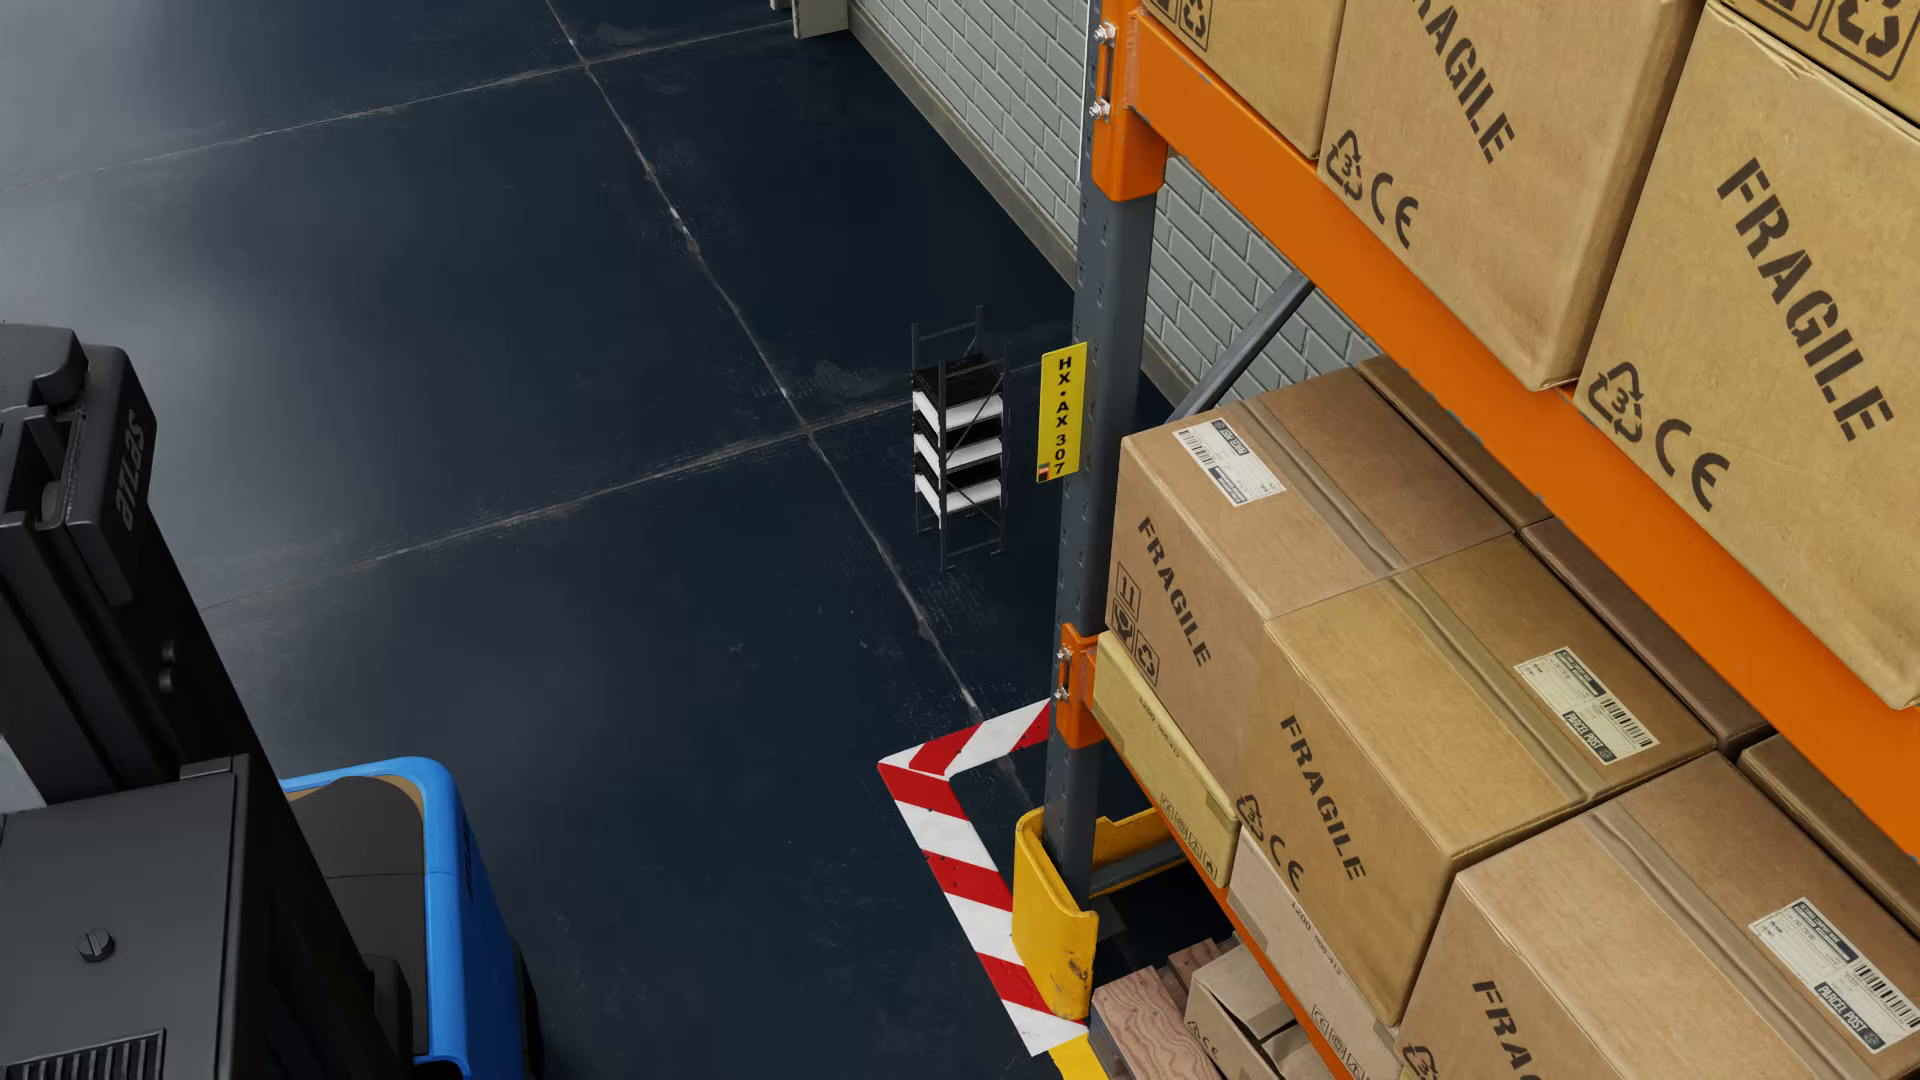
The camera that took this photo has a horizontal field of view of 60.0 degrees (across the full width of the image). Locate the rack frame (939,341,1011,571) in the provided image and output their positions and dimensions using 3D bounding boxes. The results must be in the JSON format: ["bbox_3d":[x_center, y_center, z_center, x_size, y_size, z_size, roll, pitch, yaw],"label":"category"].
[{"bbox_3d":[0.046,-0.250,5.363,0.240,0.900,0.006,-18,47,-17],"label":"rack frame"}]

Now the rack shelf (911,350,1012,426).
[{"bbox_3d":[0.003,-0.484,5.262,0.258,0.077,0.200,-18,47,-17],"label":"rack shelf"}]

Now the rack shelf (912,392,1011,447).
[{"bbox_3d":[0.003,-0.420,5.326,0.258,0.077,0.200,-18,47,-17],"label":"rack shelf"}]

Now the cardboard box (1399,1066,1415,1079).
[{"bbox_3d":[1.050,1.006,2.687,0.500,0.250,0.500,-19,48,-18],"label":"cardboard box"}]

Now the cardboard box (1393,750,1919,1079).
[{"bbox_3d":[1.031,0.724,2.440,0.500,0.500,0.500,-20,48,-19],"label":"cardboard box"}]

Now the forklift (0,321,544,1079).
[{"bbox_3d":[-1.282,1.282,2.364,1.130,2.935,3.031,-10,46,-10],"label":"forklift"}]

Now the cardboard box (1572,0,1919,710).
[{"bbox_3d":[1.022,-0.239,1.635,0.500,0.500,0.500,-16,47,-16],"label":"cardboard box"}]

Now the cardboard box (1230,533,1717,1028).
[{"bbox_3d":[0.820,0.393,2.775,0.500,0.500,0.500,-18,47,-17],"label":"cardboard box"}]

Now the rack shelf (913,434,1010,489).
[{"bbox_3d":[0.003,-0.291,5.452,0.258,0.077,0.200,-18,47,-17],"label":"rack shelf"}]

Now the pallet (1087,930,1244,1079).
[{"bbox_3d":[1.034,1.472,4.108,1.003,0.211,1.213,-18,47,-17],"label":"pallet"}]

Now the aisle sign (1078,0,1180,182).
[{"bbox_3d":[0.390,-0.980,2.757,0.394,0.787,0.004,-18,47,-17],"label":"aisle sign"}]

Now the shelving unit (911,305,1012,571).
[{"bbox_3d":[0.003,-0.315,5.429,0.258,0.900,0.210,-18,47,-17],"label":"shelving unit"}]

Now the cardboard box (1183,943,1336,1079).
[{"bbox_3d":[0.902,1.170,4.029,0.500,0.311,0.500,-23,49,-22],"label":"cardboard box"}]

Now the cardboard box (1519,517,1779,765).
[{"bbox_3d":[1.287,0.243,2.927,0.500,0.500,0.500,-17,47,-17],"label":"cardboard box"}]

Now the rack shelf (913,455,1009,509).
[{"bbox_3d":[0.003,-0.227,5.515,0.258,0.077,0.200,-18,47,-17],"label":"rack shelf"}]

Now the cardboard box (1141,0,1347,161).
[{"bbox_3d":[0.607,-0.921,2.327,0.500,0.500,0.500,-17,47,-16],"label":"cardboard box"}]

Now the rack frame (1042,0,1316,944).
[{"bbox_3d":[0.693,-0.098,3.713,1.000,3.000,0.127,-18,47,-17],"label":"rack frame"}]

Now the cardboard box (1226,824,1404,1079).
[{"bbox_3d":[0.841,0.680,3.018,0.500,0.250,0.500,-19,48,-19],"label":"cardboard box"}]

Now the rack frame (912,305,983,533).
[{"bbox_3d":[-0.039,-0.380,5.494,0.240,0.900,0.006,-18,47,-17],"label":"rack frame"}]

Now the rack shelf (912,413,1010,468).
[{"bbox_3d":[0.003,-0.355,5.389,0.258,0.077,0.200,-18,47,-17],"label":"rack shelf"}]

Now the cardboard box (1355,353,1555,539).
[{"bbox_3d":[1.084,-0.081,3.255,0.500,0.500,0.500,-19,48,-18],"label":"cardboard box"}]

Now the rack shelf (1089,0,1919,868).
[{"bbox_3d":[1.534,0.365,1.621,1.077,0.370,4.000,-18,47,-17],"label":"rack shelf"}]

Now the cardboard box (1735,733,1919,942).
[{"bbox_3d":[1.508,0.571,2.594,0.500,0.500,0.500,-19,48,-18],"label":"cardboard box"}]

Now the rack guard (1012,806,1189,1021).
[{"bbox_3d":[0.725,0.841,4.542,1.175,0.500,0.348,-18,47,-17],"label":"rack guard"}]

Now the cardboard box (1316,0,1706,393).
[{"bbox_3d":[0.800,-0.568,1.969,0.500,0.500,0.500,-15,47,-15],"label":"cardboard box"}]

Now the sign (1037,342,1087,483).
[{"bbox_3d":[0.201,-0.245,3.247,0.100,0.325,0.005,-18,47,-17],"label":"sign"}]

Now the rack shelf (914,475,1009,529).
[{"bbox_3d":[0.003,-0.163,5.579,0.258,0.077,0.200,-18,47,-17],"label":"rack shelf"}]

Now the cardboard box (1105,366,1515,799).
[{"bbox_3d":[0.621,0.075,3.097,0.500,0.500,0.500,-18,47,-17],"label":"cardboard box"}]

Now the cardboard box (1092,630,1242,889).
[{"bbox_3d":[0.610,0.353,3.349,0.500,0.250,0.500,-19,48,-19],"label":"cardboard box"}]

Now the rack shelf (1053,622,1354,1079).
[{"bbox_3d":[1.534,1.433,2.674,1.077,0.370,4.000,-18,47,-17],"label":"rack shelf"}]

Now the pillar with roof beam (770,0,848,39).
[{"bbox_3d":[-4.657,-4.595,4.000,9.100,9.000,0.400,-18,47,-17],"label":"pillar with roof beam"}]
